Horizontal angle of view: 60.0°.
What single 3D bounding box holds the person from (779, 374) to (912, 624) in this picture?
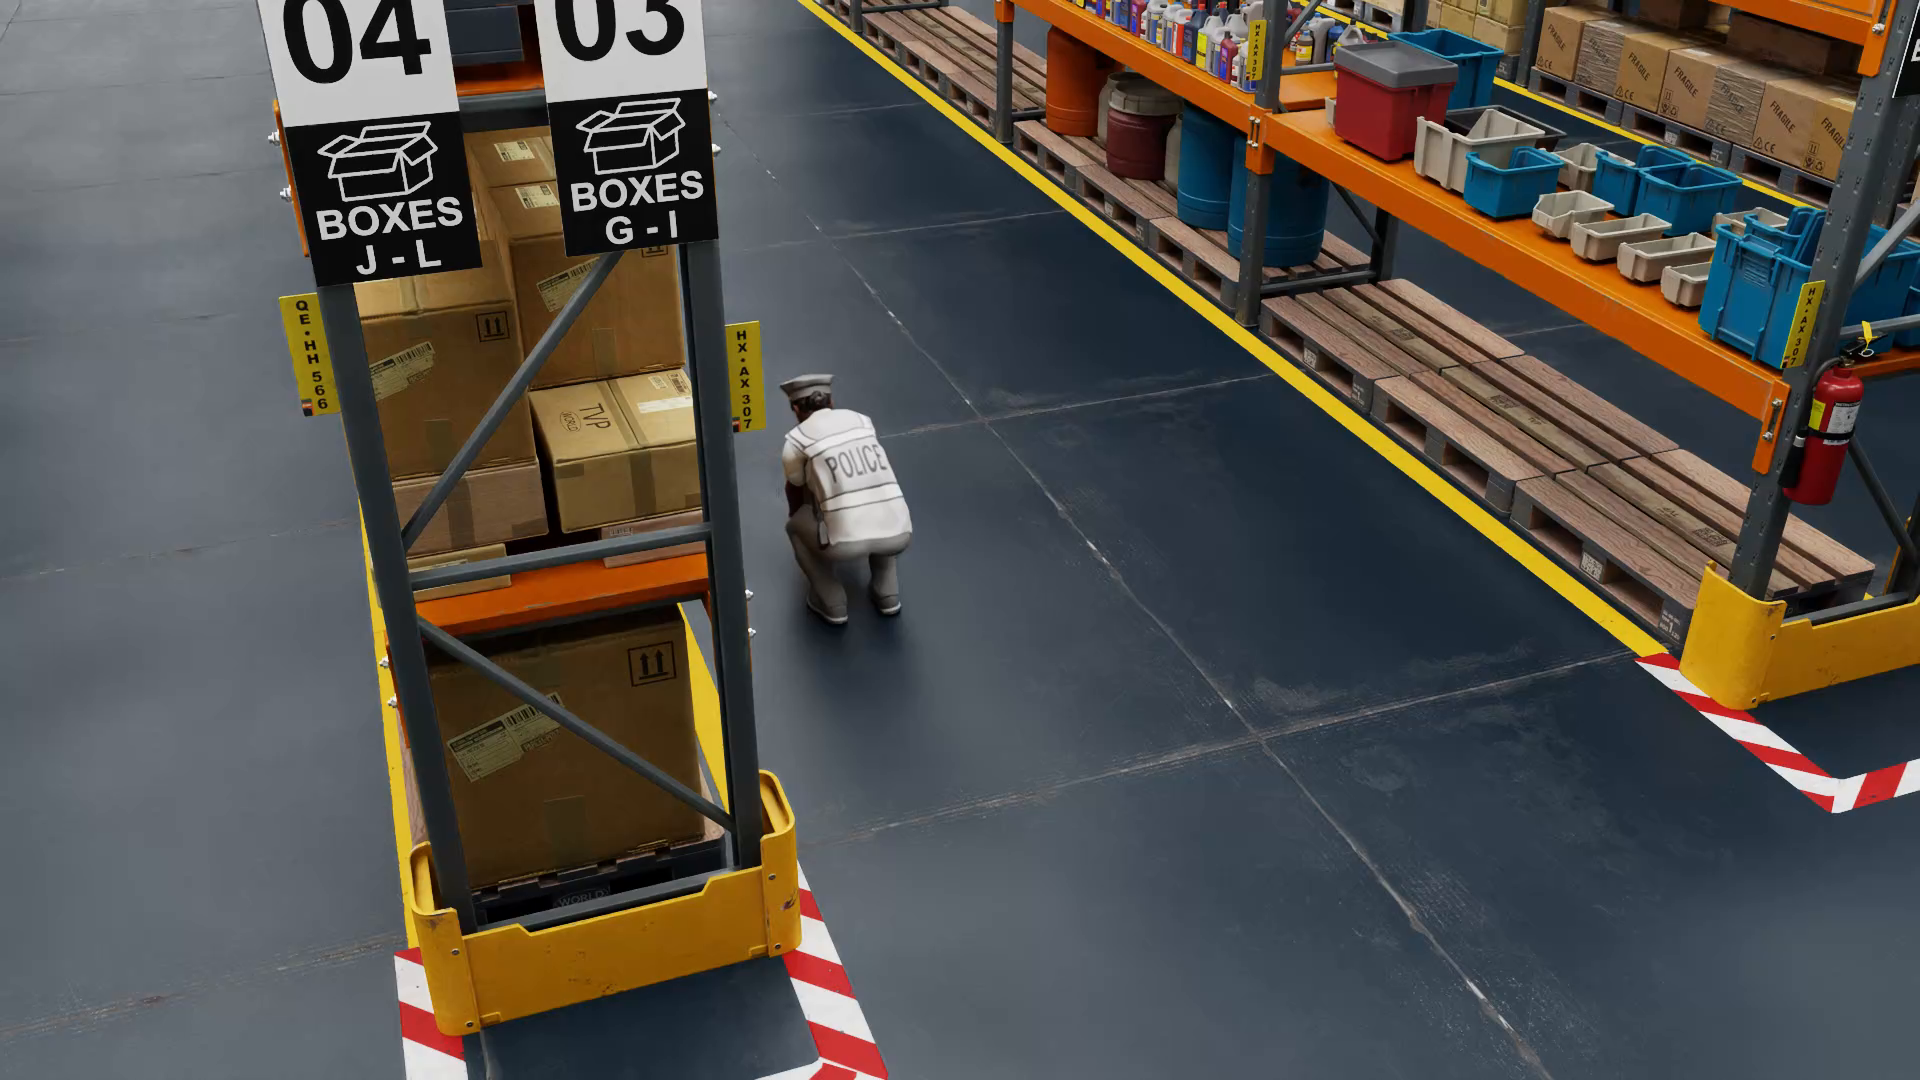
[{"bbox_3d":[-0.511,-0.195,7.168,0.463,0.978,0.857,-11,32,-19],"label":"person"}]
